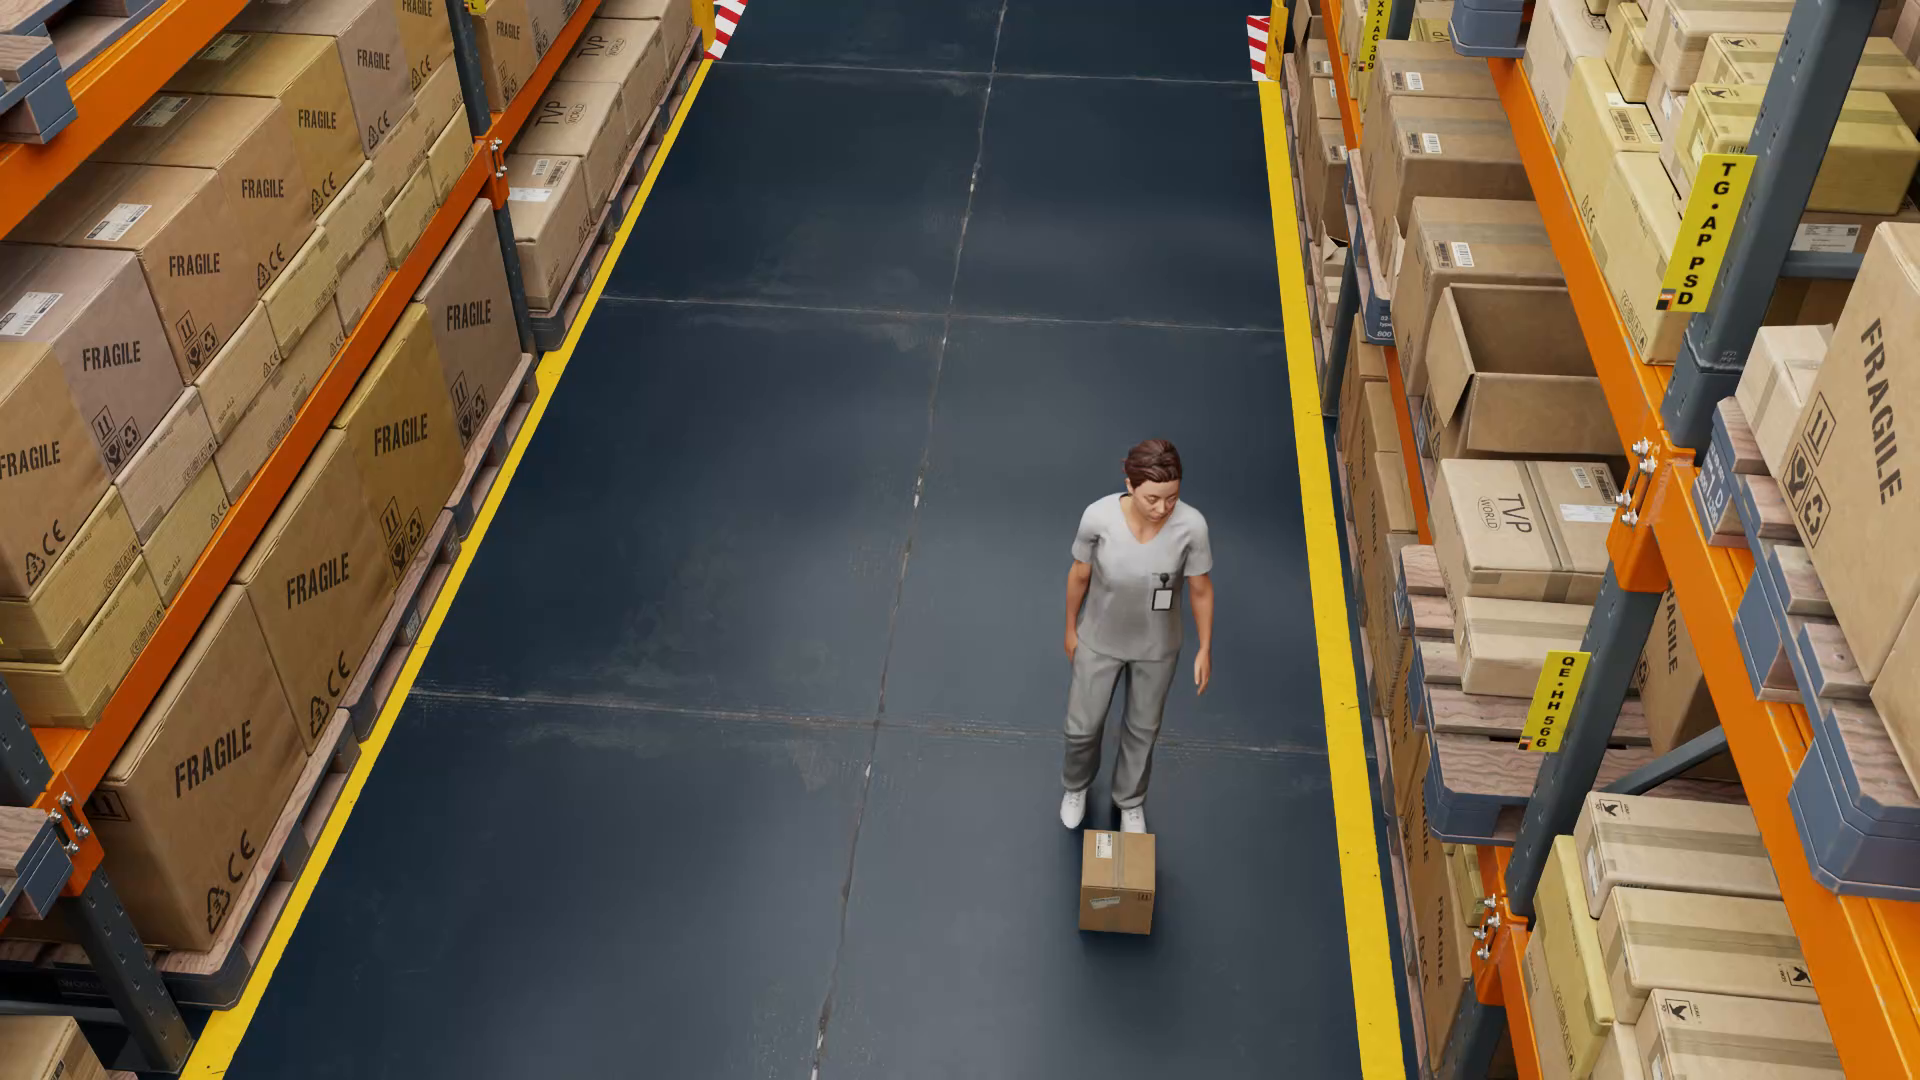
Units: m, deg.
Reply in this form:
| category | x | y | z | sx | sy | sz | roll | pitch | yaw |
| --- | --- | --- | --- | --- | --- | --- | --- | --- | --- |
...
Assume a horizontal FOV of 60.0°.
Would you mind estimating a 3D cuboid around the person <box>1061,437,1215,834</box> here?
| category | x | y | z | sx | sy | sz | roll | pitch | yaw |
| --- | --- | --- | --- | --- | --- | --- | --- | --- | --- |
| person | 0.609 | 0.374 | 5.726 | 0.509 | 1.717 | 0.423 | 4 | 40 | 5 |
